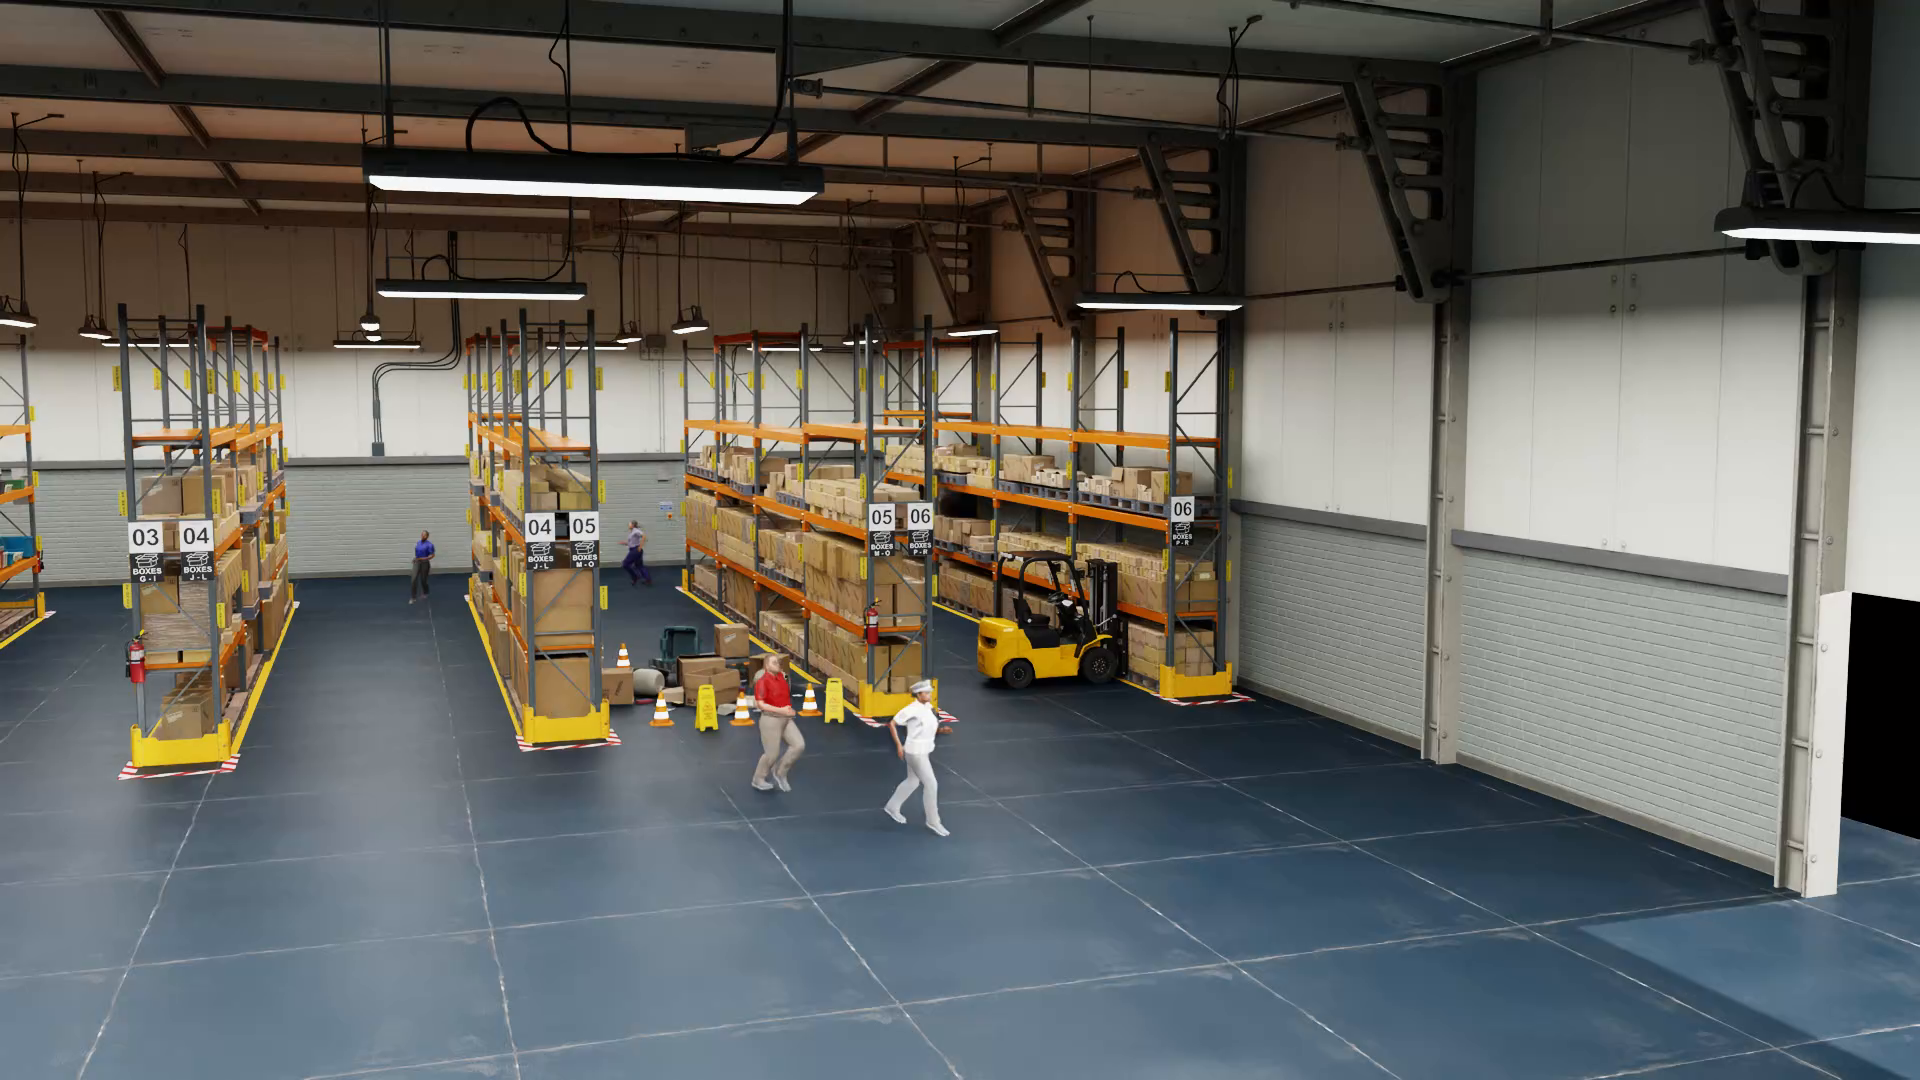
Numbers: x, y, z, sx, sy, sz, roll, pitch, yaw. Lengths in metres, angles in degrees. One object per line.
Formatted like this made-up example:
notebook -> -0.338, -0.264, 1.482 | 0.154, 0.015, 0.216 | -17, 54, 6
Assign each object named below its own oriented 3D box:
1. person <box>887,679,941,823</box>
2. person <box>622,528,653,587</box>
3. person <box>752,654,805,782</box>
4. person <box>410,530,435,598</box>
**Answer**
person -> -0.518, 2.321, 18.530 | 0.715, 1.586, 0.510 | 2, 6, 22
person -> -7.910, 0.415, 40.734 | 0.725, 1.440, 0.580 | -1, 6, -14
person -> -2.225, 2.183, 20.308 | 0.679, 1.598, 0.673 | 3, 6, 31
person -> -12.180, 0.540, 37.813 | 0.584, 1.537, 0.691 | 1, 5, 8
